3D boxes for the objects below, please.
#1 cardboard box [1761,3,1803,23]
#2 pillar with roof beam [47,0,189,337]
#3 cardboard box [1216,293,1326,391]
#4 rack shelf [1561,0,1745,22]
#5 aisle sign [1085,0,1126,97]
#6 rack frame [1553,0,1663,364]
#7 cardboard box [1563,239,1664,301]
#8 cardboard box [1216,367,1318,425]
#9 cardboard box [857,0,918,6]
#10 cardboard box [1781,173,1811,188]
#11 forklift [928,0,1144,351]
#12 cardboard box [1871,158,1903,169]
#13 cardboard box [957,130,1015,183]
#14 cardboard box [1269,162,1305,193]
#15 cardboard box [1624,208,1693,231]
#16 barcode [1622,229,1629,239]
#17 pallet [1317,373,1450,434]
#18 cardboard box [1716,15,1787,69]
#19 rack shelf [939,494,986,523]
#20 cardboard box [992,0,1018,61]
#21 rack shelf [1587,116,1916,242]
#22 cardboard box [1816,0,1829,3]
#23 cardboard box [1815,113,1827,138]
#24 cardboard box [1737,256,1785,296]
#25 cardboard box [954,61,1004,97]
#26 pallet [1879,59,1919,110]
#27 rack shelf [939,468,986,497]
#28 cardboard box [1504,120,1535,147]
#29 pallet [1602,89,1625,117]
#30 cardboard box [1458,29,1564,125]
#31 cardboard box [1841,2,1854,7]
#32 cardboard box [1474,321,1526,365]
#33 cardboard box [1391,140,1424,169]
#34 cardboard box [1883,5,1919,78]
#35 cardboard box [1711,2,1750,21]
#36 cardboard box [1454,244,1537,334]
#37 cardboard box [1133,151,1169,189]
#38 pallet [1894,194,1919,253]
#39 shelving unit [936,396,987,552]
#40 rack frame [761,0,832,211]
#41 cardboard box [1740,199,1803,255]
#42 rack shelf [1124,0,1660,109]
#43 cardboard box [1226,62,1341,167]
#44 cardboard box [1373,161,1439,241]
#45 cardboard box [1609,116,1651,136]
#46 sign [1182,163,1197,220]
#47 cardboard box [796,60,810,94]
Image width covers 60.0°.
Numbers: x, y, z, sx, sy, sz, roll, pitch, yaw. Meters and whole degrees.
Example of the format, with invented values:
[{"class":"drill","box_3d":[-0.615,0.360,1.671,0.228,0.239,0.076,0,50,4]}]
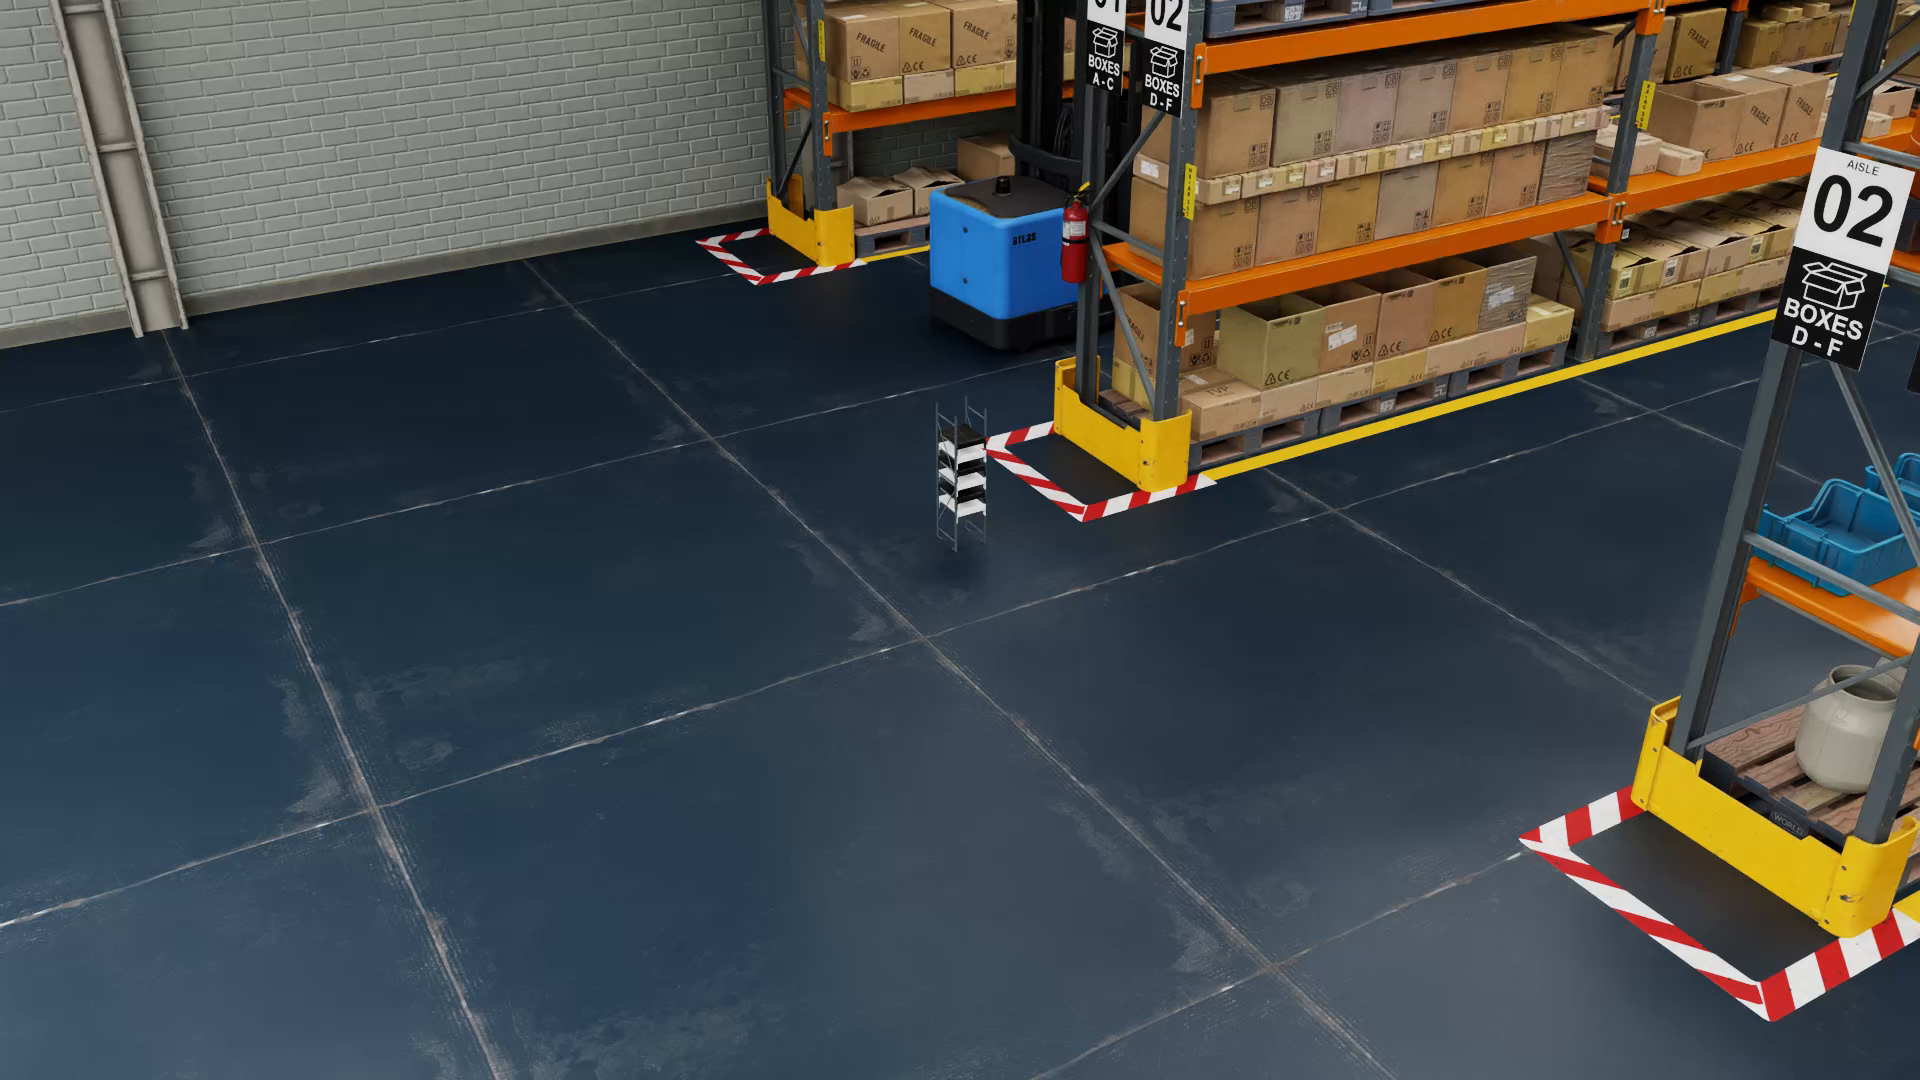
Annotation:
[{"class":"cardboard box","box_3d":[10.014,-6.423,20.265,0.250,0.149,0.380,-15,32,-25]},{"class":"pillar with roof beam","box_3d":[-4.244,-3.860,7.931,0.400,9.000,9.100,-16,33,-26]},{"class":"cardboard box","box_3d":[2.101,-1.371,11.265,0.500,0.500,0.500,-16,33,-26]},{"class":"rack shelf","box_3d":[7.205,-6.097,18.938,4.000,0.370,1.077,-16,33,-26]},{"class":"aisle sign","box_3d":[0.891,-3.146,10.155,0.004,0.787,0.394,-16,33,-26]},{"class":"rack frame","box_3d":[4.545,-2.880,12.365,0.127,3.000,1.000,-16,33,-26]},{"class":"cardboard box","box_3d":[5.027,-2.103,12.787,0.500,0.311,0.500,-16,33,-26]},{"class":"cardboard box","box_3d":[2.100,-1.044,11.448,0.500,0.250,0.500,-16,33,-26]},{"class":"cardboard box","box_3d":[-0.679,-4.558,14.764,0.500,0.500,0.500,-15,32,-26]},{"class":"cardboard box","box_3d":[7.393,-3.079,14.556,0.500,0.311,0.500,-15,32,-25]},{"class":"forklift","box_3d":[1.250,-3.287,13.172,3.031,2.935,1.130,-18,34,-30]},{"class":"cardboard box","box_3d":[8.681,-3.284,15.229,0.500,0.500,0.500,-15,32,-24]},{"class":"cardboard box","box_3d":[0.375,-3.492,15.605,0.500,0.500,0.700,-18,34,-29]},{"class":"cardboard box","box_3d":[1.985,-2.362,10.650,0.250,0.149,0.380,-16,33,-26]},{"class":"cardboard box","box_3d":[5.626,-2.576,13.643,0.500,0.311,0.500,-16,33,-26]},{"class":"barcode","box_3d":[4.976,-2.288,12.429,0.075,0.075,0.001,-16,33,-26]},{"class":"pallet","box_3d":[2.785,-1.182,12.173,1.213,0.211,1.003,-16,33,-26]},{"class":"cardboard box","box_3d":[9.626,-6.131,20.408,0.500,0.500,0.700,-15,32,-26]},{"class":"rack shelf","box_3d":[0.007,-0.209,10.139,0.200,0.077,0.258,-16,33,-26]},{"class":"cardboard box","box_3d":[0.466,-4.599,14.837,0.500,0.500,0.500,-15,32,-25]},{"class":"rack shelf","box_3d":[6.269,-3.055,13.426,4.000,0.370,1.077,-16,33,-26]},{"class":"cardboard box","box_3d":[10.739,-6.844,21.028,0.250,0.149,0.380,-15,32,-26]},{"class":"cardboard box","box_3d":[6.922,-3.414,13.591,0.250,0.149,0.380,-13,32,-23]},{"class":"cardboard box","box_3d":[6.344,-2.232,13.602,0.500,0.250,0.500,-15,32,-25]},{"class":"cardboard box","box_3d":[0.047,-4.149,14.799,0.500,0.250,0.500,-16,33,-27]},{"class":"pallet","box_3d":[8.542,-3.971,14.539,1.003,0.211,1.213,-16,33,-26]},{"class":"rack shelf","box_3d":[0.007,-0.367,10.052,0.200,0.077,0.258,-16,33,-26]},{"class":"cardboard box","box_3d":[3.754,-2.863,11.558,0.250,0.149,0.380,-16,33,-26]},{"class":"pallet","box_3d":[7.249,-5.160,19.381,1.213,0.211,1.003,-16,33,-26]},{"class":"cardboard box","box_3d":[3.730,-3.257,11.600,0.500,0.500,0.700,-16,33,-26]},{"class":"cardboard box","box_3d":[11.394,-6.634,21.320,0.500,0.500,0.700,-16,33,-26]},{"class":"cardboard box","box_3d":[3.820,-1.537,12.343,0.500,0.250,0.500,-16,33,-26]},{"class":"cardboard box","box_3d":[2.869,-2.611,11.102,0.250,0.149,0.380,-16,32,-26]},{"class":"cardboard box","box_3d":[8.479,-4.288,14.378,0.700,0.500,0.500,22,36,34]},{"class":"cardboard box","box_3d":[9.400,-6.462,20.336,0.250,0.149,0.380,-16,33,-27]},{"class":"cardboard box","box_3d":[3.819,-1.867,12.163,0.500,0.500,0.500,-16,33,-26]},{"class":"cardboard box","box_3d":[1.329,-2.402,10.723,0.250,0.149,0.380,-16,33,-27]},{"class":"pallet","box_3d":[4.365,-1.229,6.464,1.213,0.211,1.003,-16,33,-26]},{"class":"shelving unit","box_3d":[0.007,-0.396,10.036,0.210,0.900,0.258,-16,33,-26]},{"class":"rack frame","box_3d":[-1.417,-3.964,14.328,0.127,3.000,1.000,-16,33,-26]},{"class":"cardboard box","box_3d":[6.785,-2.602,13.691,0.500,0.311,0.500,-16,33,-27]},{"class":"rack shelf","box_3d":[2.820,-3.389,10.927,4.000,0.370,1.077,-16,33,-26]},{"class":"cardboard box","box_3d":[2.001,-2.766,10.711,0.500,0.500,0.700,-17,33,-28]},{"class":"cardboard box","box_3d":[2.838,-2.434,11.452,0.500,0.500,0.700,-15,32,-25]},{"class":"cardboard box","box_3d":[5.210,-3.113,12.926,0.258,0.266,0.396,-17,33,-28]},{"class":"sign","box_3d":[1.372,-2.082,9.941,0.005,0.325,0.100,-16,33,-26]},{"class":"cardboard box","box_3d":[-1.112,-4.102,14.713,0.500,0.250,0.500,-15,32,-26]}]
